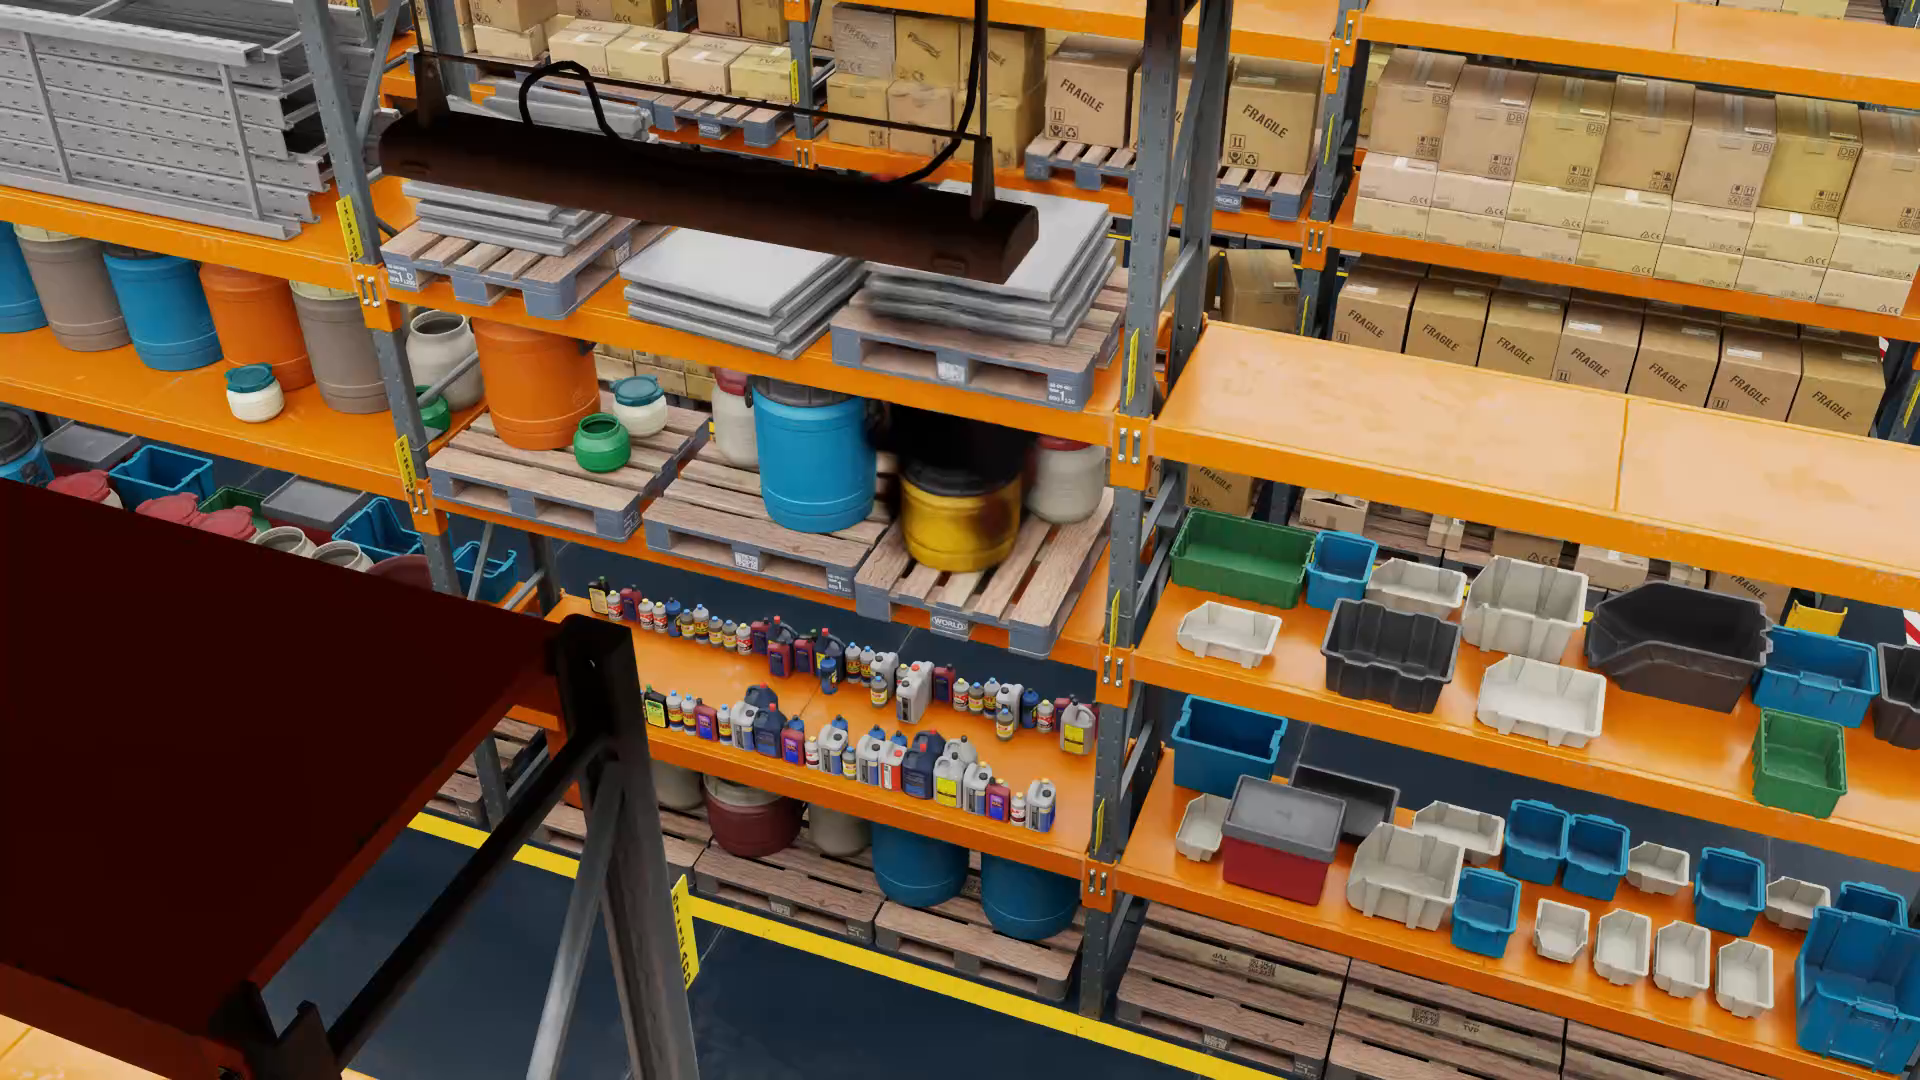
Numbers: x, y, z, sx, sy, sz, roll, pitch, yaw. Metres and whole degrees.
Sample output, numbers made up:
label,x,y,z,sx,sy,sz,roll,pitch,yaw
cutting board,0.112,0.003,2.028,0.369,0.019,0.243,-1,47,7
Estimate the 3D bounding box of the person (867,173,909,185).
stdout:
label,x,y,z,sx,sy,sz,roll,pitch,yaw
person,-0.776,-3.142,16.214,0.563,1.697,0.710,10,38,14
